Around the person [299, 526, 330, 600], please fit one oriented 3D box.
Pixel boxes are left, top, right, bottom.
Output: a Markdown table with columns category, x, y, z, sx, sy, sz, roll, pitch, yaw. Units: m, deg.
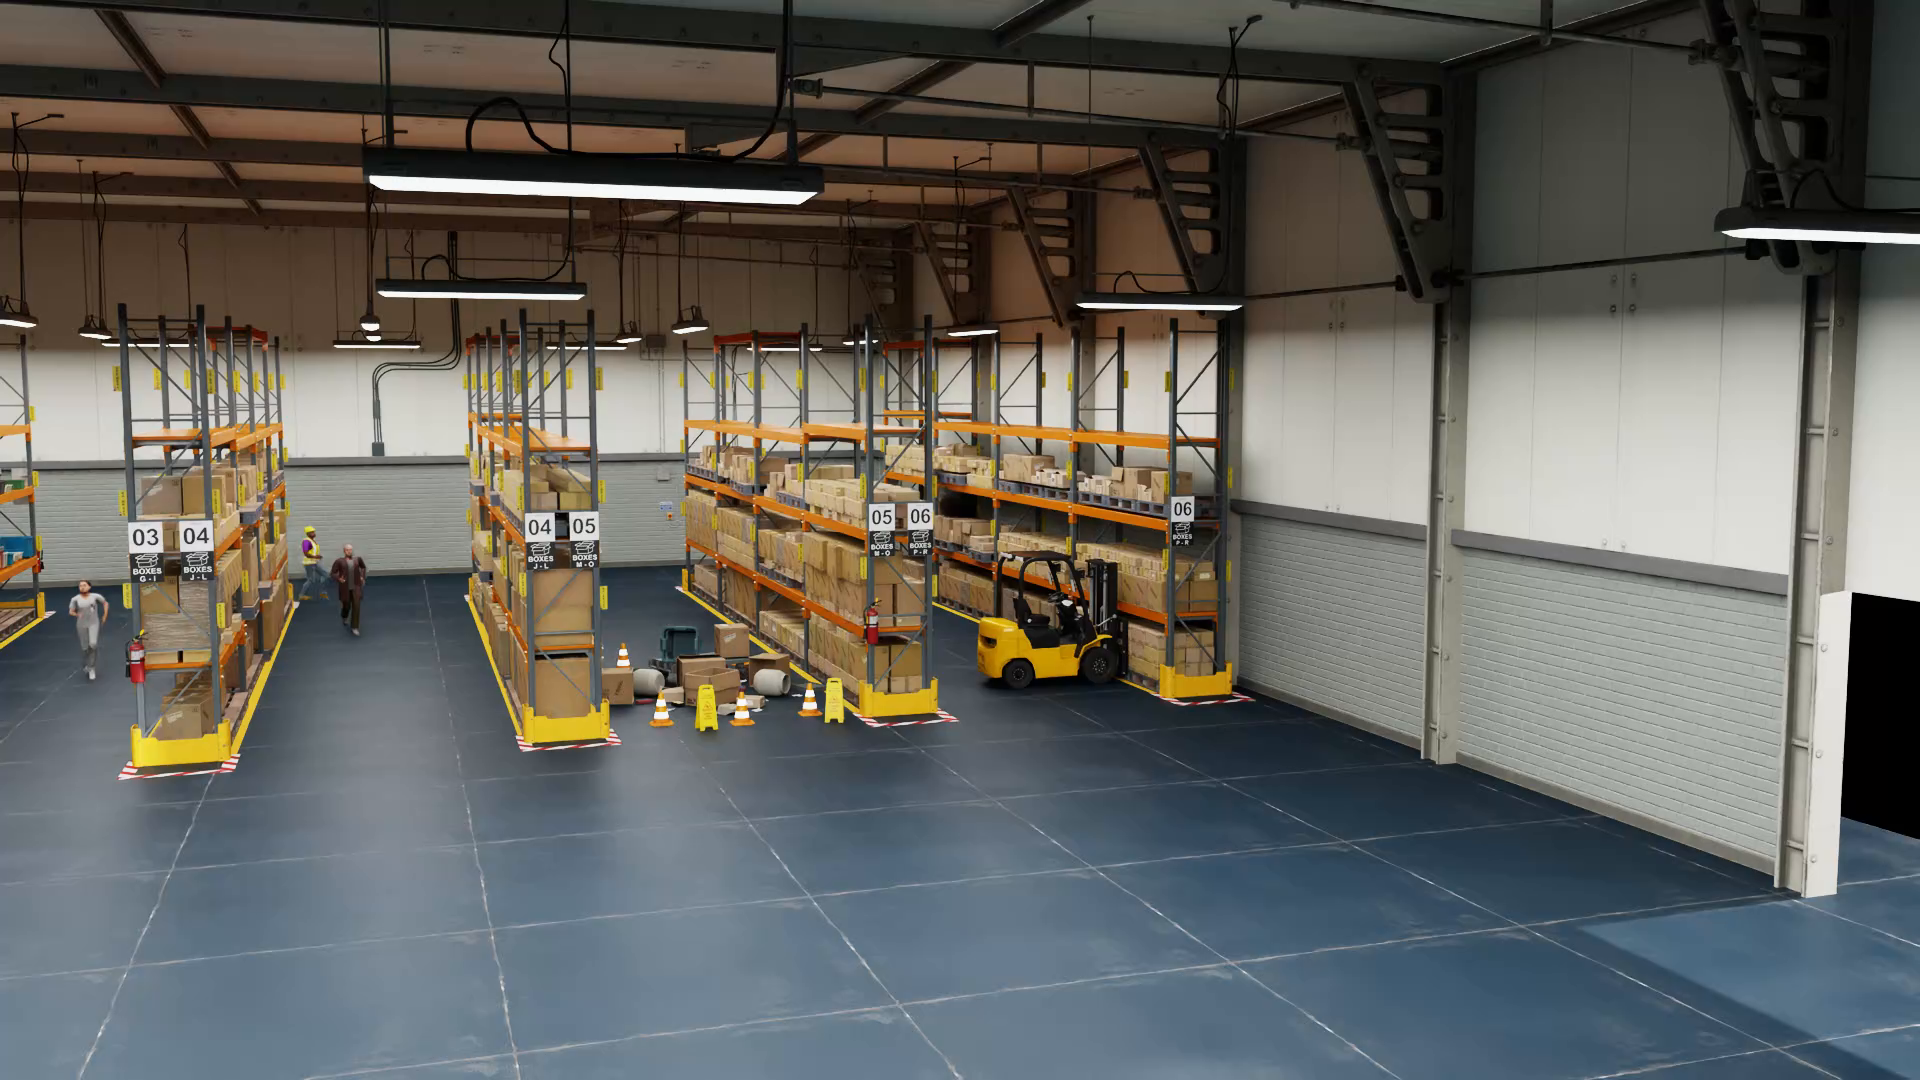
| category | x | y | z | sx | sy | sz | roll | pitch | yaw |
| --- | --- | --- | --- | --- | --- | --- | --- | --- | --- |
| person | -14.861 | 0.568 | 38.127 | 0.692 | 1.783 | 0.704 | 0 | 5 | -3 |

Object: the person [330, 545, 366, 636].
| category | x | y | z | sx | sy | sz | roll | pitch | yaw |
| --- | --- | --- | --- | --- | --- | --- | --- | --- | --- |
| person | -12.199 | 0.977 | 33.247 | 0.710 | 1.783 | 0.991 | -3 | 6 | -29 |

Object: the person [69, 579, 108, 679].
| category | x | y | z | sx | sy | sz | roll | pitch | yaw |
| --- | --- | --- | --- | --- | --- | --- | --- | --- | --- |
| person | -14.840 | 1.508 | 28.332 | 0.570 | 1.694 | 0.738 | -2 | 6 | -20 |
